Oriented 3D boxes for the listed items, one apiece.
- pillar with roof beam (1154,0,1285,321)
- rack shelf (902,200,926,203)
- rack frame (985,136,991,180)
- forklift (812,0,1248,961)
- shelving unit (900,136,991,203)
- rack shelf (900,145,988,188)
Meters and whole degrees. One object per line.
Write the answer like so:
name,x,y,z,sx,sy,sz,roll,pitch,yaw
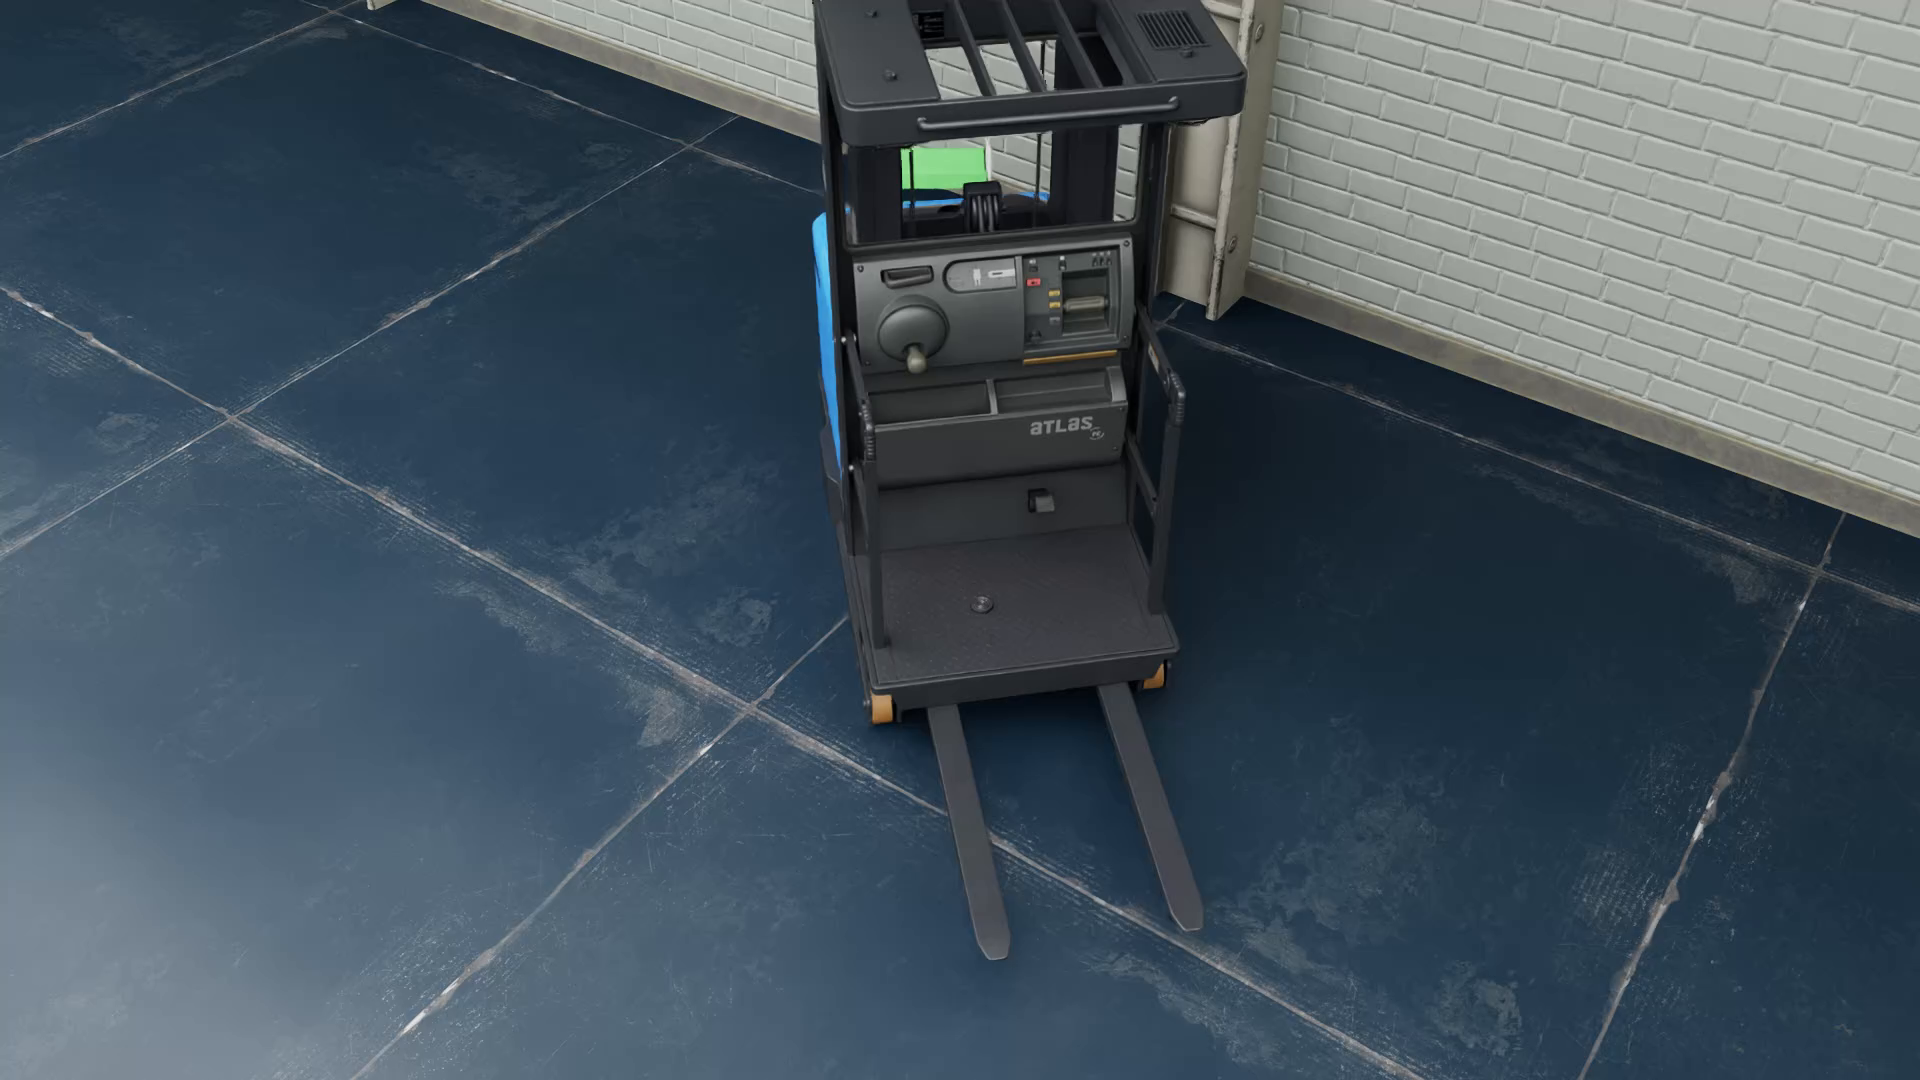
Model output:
pillar with roof beam,-1.331,-2.204,2.464,0.400,9.000,9.100,25,48,25
rack shelf,-0.129,-1.329,7.061,0.480,0.148,0.258,-1,38,-1
rack frame,0.116,-1.195,7.174,0.015,1.200,0.240,-1,38,-1
forklift,0.156,-0.693,5.327,1.130,2.935,3.031,-7,42,-7
shelving unit,-0.128,-1.191,7.171,0.503,1.200,0.258,-1,38,-1
rack shelf,-0.129,-1.517,6.912,0.480,0.148,0.258,-1,38,-1
